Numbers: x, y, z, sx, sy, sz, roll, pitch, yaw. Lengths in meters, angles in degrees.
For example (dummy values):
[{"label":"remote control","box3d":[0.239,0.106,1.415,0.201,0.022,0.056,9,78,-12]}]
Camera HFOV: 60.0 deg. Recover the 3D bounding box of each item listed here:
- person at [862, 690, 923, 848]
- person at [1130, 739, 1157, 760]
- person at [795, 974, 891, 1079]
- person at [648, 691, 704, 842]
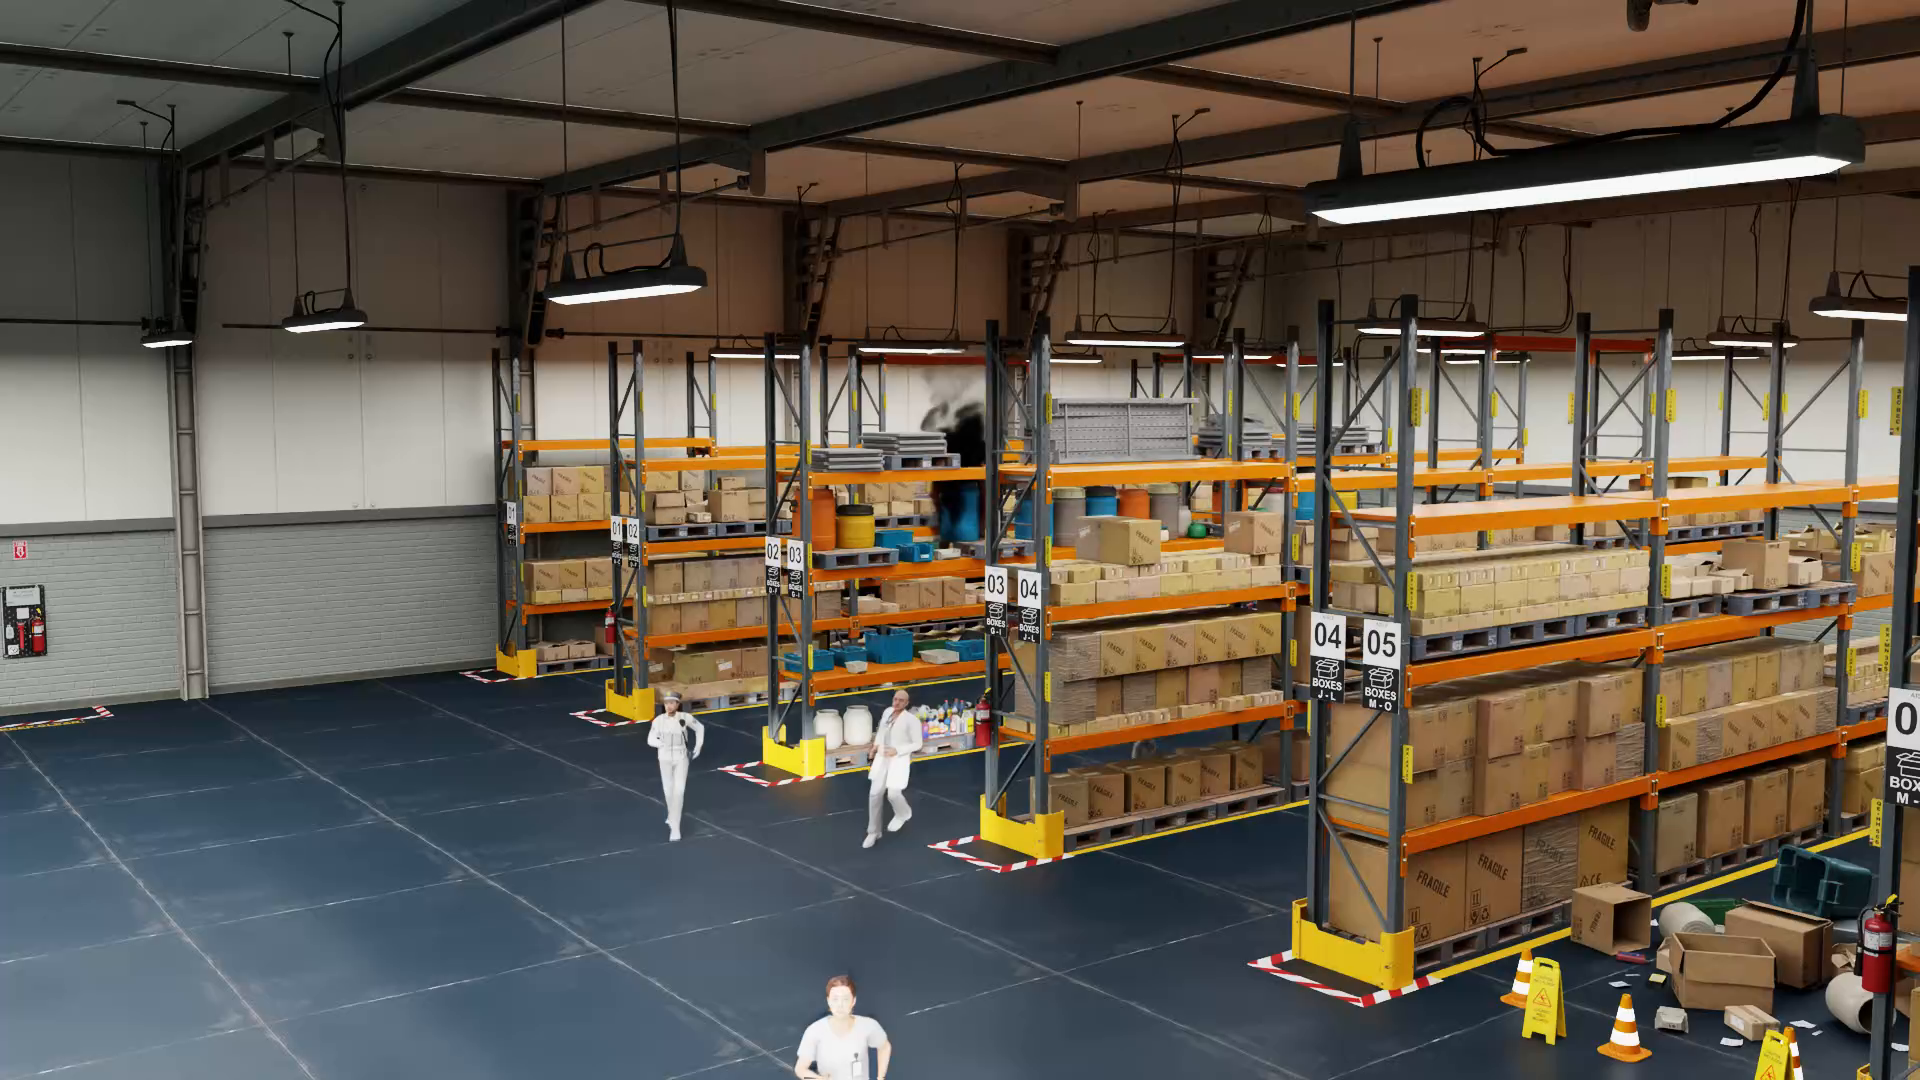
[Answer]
[{"label":"person","box3d":[-0.718,2.606,19.189,0.712,1.787,0.918,3,6,28]},{"label":"person","box3d":[2.472,2.306,22.766,0.579,1.698,0.924,4,6,38]},{"label":"person","box3d":[-0.705,3.436,10.024,0.569,1.647,0.963,0,5,1]},{"label":"person","box3d":[-3.353,2.621,19.560,0.620,1.728,0.819,0,5,1]}]
